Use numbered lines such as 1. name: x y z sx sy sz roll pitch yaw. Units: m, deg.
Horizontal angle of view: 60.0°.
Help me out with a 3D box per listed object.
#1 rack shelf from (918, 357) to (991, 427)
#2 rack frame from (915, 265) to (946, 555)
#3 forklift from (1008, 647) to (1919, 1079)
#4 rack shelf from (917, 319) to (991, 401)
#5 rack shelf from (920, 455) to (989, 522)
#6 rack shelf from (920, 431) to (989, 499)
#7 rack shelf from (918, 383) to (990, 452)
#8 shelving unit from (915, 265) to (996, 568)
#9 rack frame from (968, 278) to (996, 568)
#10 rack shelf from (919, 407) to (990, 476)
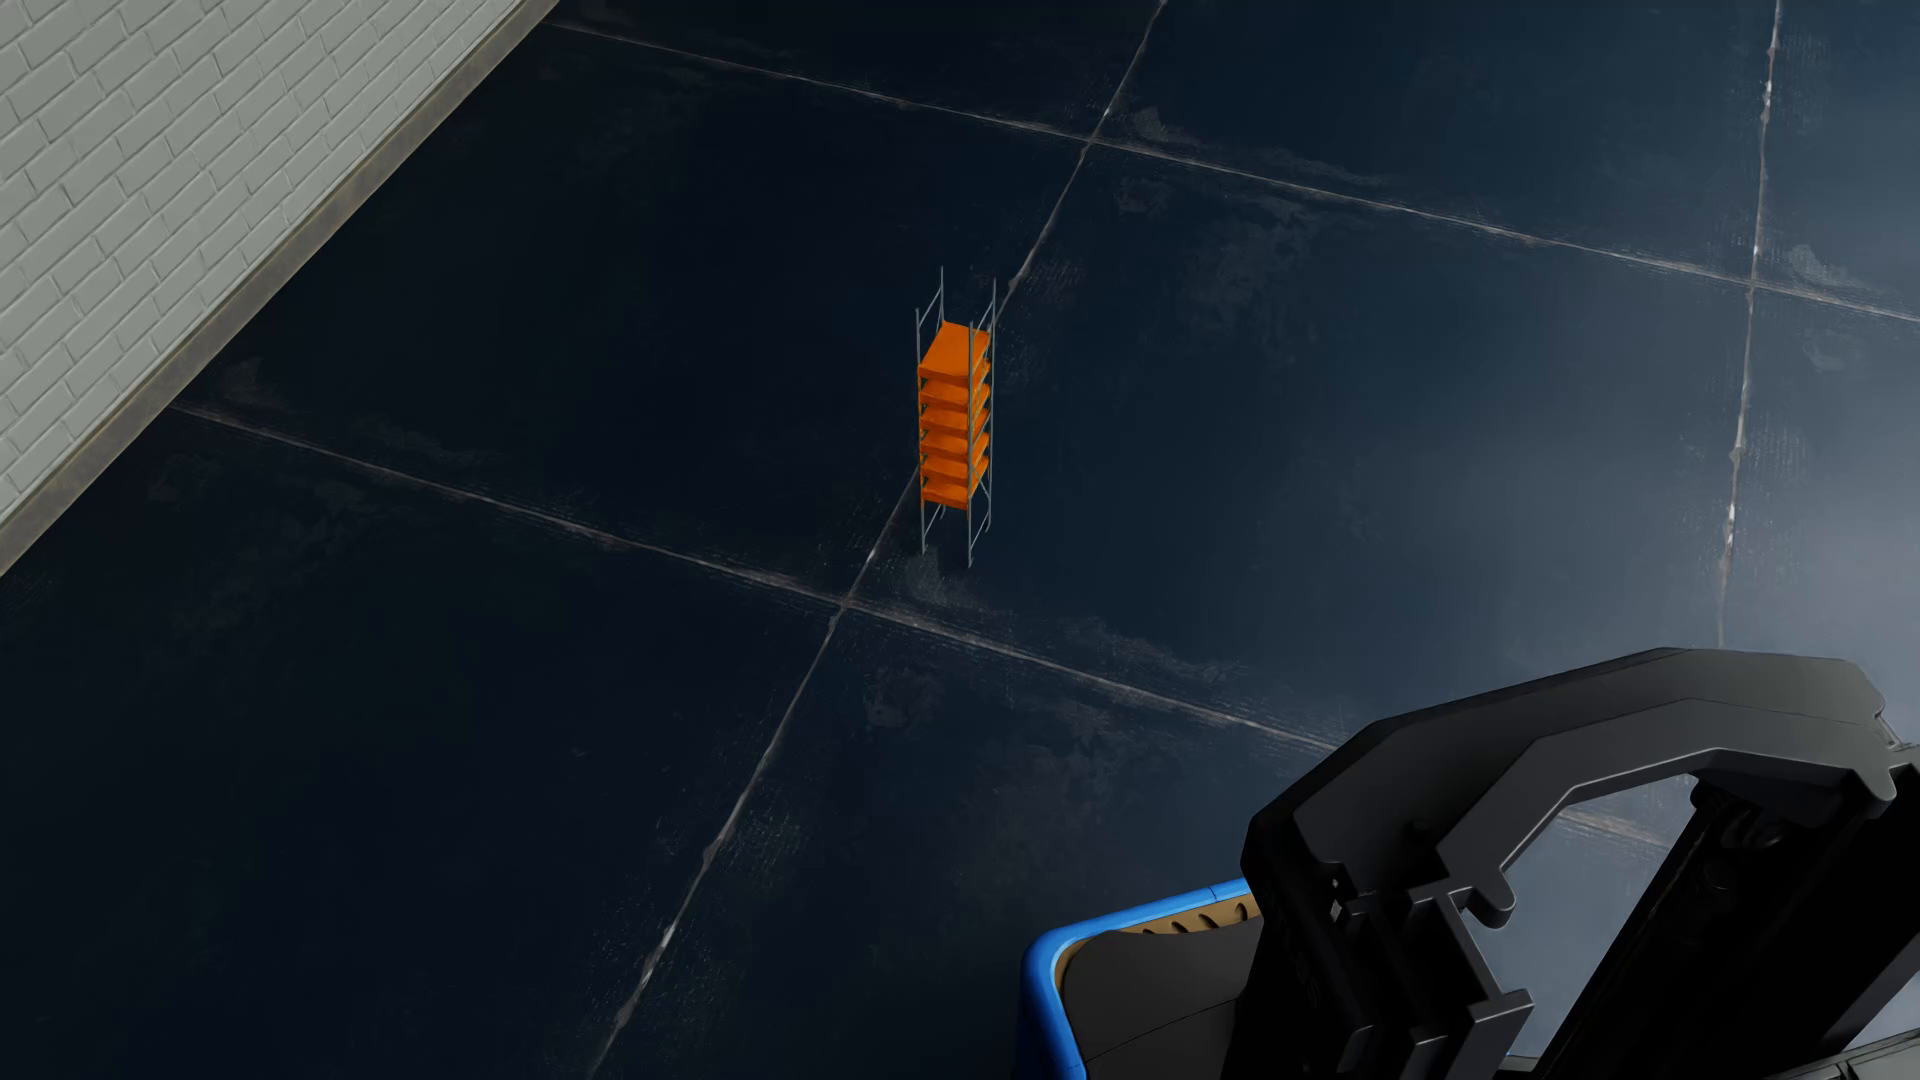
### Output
1. rack shelf: -0.014 -0.525 5.652 0.180 0.103 0.258 16 51 13
2. rack frame: -0.099 -0.421 5.821 0.006 1.200 0.240 16 51 13
3. forklift: 1.040 1.669 2.864 1.130 2.935 3.031 -13 50 -11
4. rack shelf: -0.014 -0.603 5.561 0.180 0.103 0.258 16 51 13
5. rack shelf: -0.014 -0.210 6.015 0.180 0.103 0.258 16 51 13
6. rack shelf: -0.014 -0.289 5.924 0.180 0.103 0.258 16 51 13
7. rack shelf: -0.014 -0.446 5.743 0.180 0.103 0.258 16 51 13
8. shelving unit: -0.014 -0.397 5.800 0.189 1.200 0.258 16 51 13
9. rack frame: 0.072 -0.373 5.779 0.006 1.200 0.240 16 51 13
10. rack shelf: -0.014 -0.368 5.833 0.180 0.103 0.258 16 51 13
